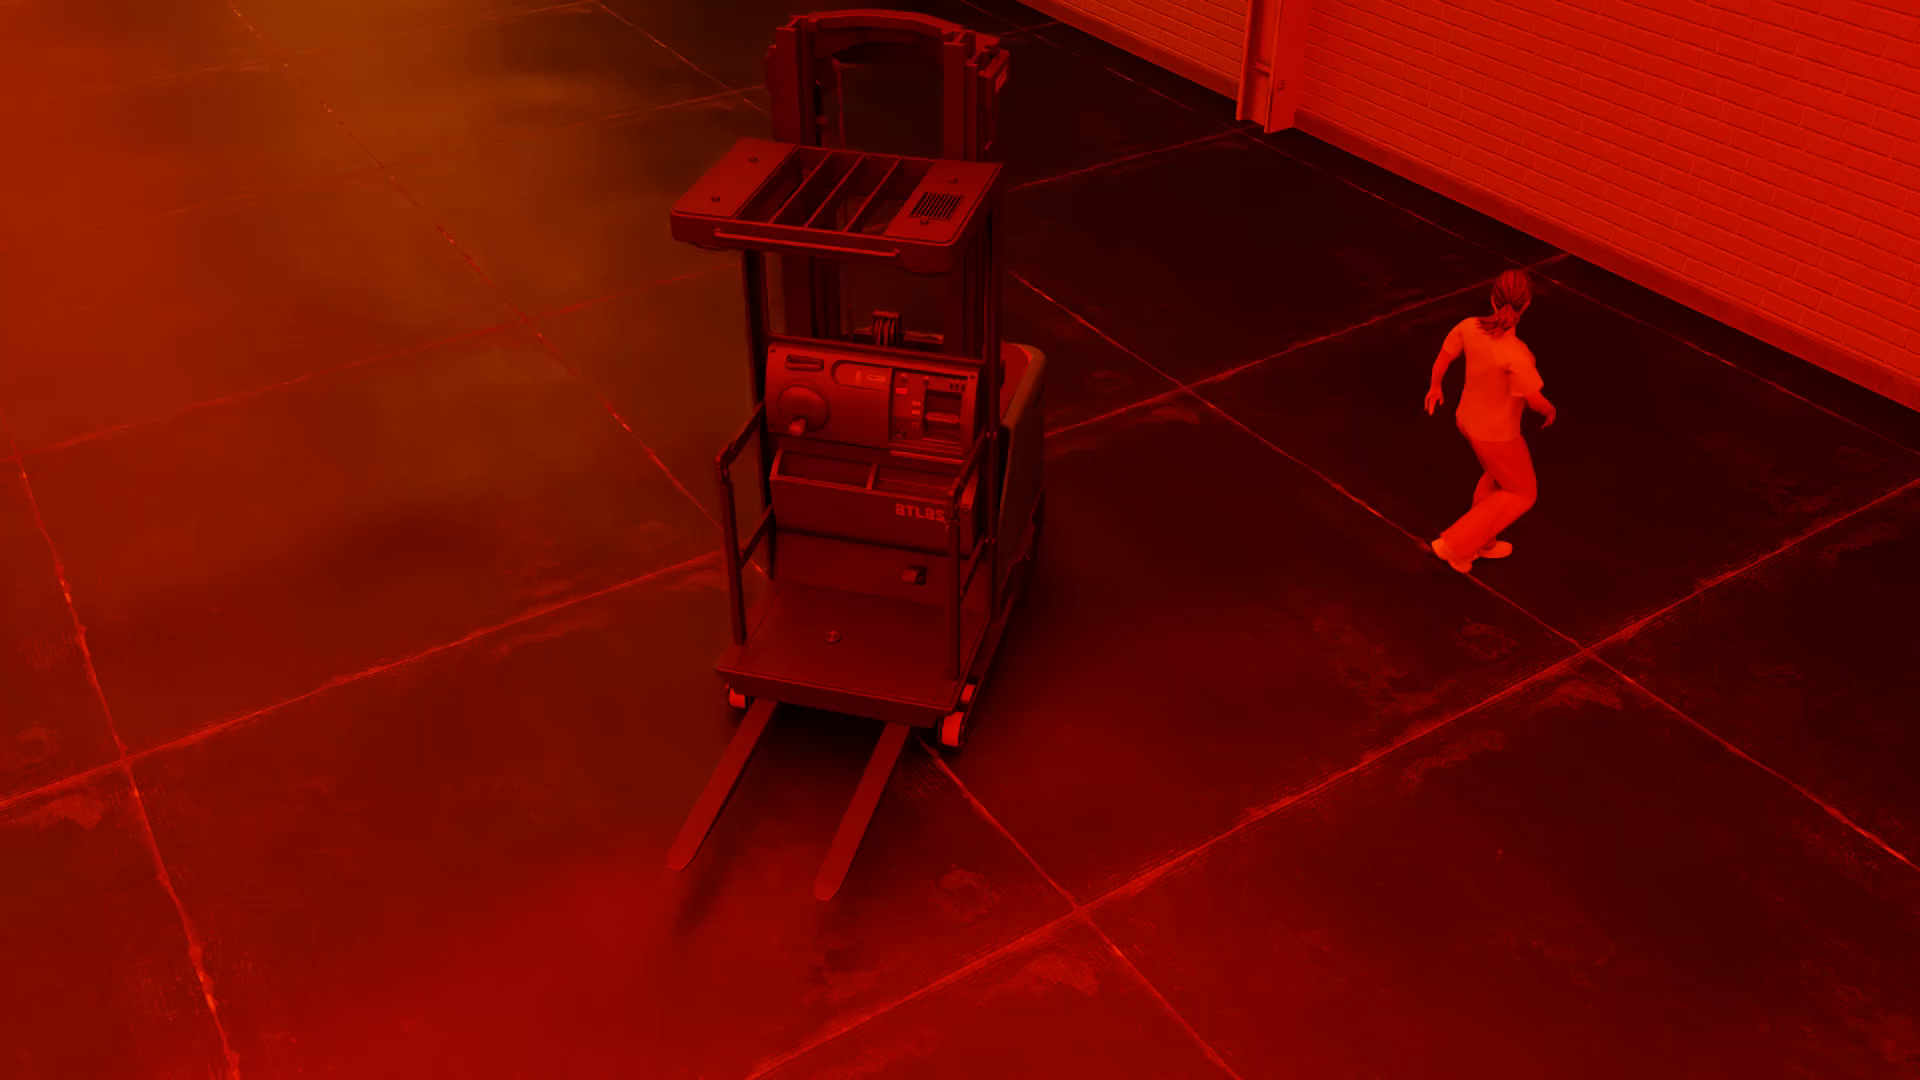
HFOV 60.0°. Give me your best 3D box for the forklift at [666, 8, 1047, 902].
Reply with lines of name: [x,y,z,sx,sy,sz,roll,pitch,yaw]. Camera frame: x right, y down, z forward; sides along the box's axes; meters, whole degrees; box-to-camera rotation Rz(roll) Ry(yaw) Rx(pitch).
forklift: [-0.433,-0.528,6.899,1.130,2.935,3.031,9,36,12]

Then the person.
person: [2.585,-0.578,8.111,0.554,1.630,0.637,-7,36,-10]
